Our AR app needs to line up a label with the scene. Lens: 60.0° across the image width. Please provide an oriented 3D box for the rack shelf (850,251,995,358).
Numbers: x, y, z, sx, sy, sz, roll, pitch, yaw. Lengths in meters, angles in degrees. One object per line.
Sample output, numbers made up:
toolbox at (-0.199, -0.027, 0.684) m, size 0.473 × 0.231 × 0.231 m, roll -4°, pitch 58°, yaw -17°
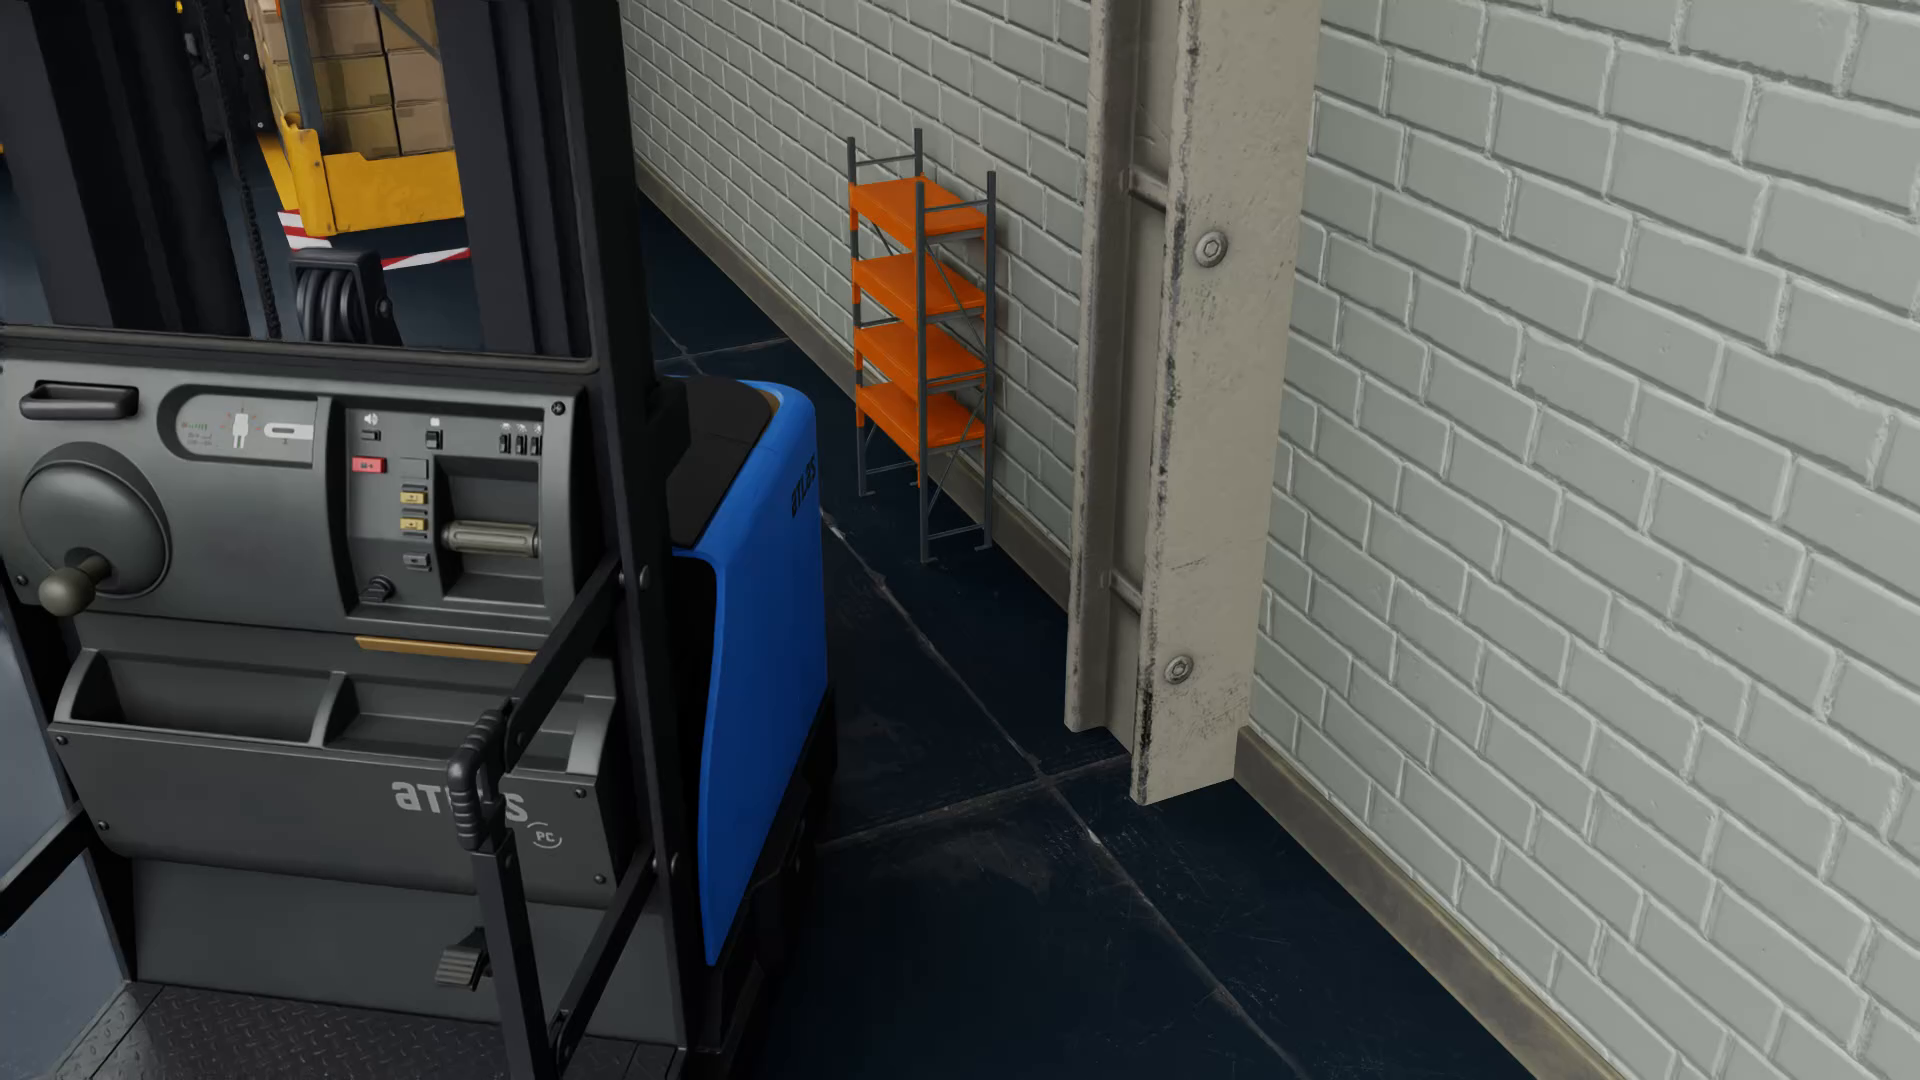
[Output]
rack shelf at (-0.118, -0.721, 4.990) m, size 0.258 × 0.148 × 0.480 m, roll -13°, pitch 32°, yaw -22°

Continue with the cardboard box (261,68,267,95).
cardboard box at (-3.737, -2.722, 9.419) m, size 0.500 × 0.250 × 0.500 m, roll -12°, pitch 31°, yaw -20°

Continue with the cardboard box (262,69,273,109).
cardboard box at (-3.493, -2.497, 9.018) m, size 0.500 × 0.250 × 0.500 m, roll -13°, pitch 32°, yaw -21°

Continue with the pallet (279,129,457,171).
pallet at (-2.961, -2.040, 8.672) m, size 1.003 × 0.211 × 1.213 m, roll -13°, pitch 32°, yaw -22°

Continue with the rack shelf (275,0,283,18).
rack shelf at (-3.453, -3.497, 9.155) m, size 1.077 × 0.370 × 4.000 m, roll -13°, pitch 32°, yaw -22°

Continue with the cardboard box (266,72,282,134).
cardboard box at (-3.287, -2.274, 8.621) m, size 0.500 × 0.250 × 0.500 m, roll -13°, pitch 32°, yaw -22°

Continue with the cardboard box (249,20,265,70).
cardboard box at (-3.532, -2.726, 8.916) m, size 0.500 × 0.250 × 0.500 m, roll -14°, pitch 32°, yaw -23°

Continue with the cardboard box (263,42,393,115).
cardboard box at (-3.086, -2.279, 8.118) m, size 0.500 × 0.250 × 0.500 m, roll -14°, pitch 32°, yaw -23°

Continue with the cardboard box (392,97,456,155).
cardboard box at (-2.629, -2.169, 8.434) m, size 0.500 × 0.250 × 0.500 m, roll -13°, pitch 32°, yaw -22°

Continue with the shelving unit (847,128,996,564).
shelving unit at (-0.118, -0.585, 5.066) m, size 0.258 × 1.200 × 0.503 m, roll -13°, pitch 32°, yaw -22°

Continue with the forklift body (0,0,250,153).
forklift body at (-5.056, -3.012, 8.422) m, size 2.313 × 2.155 × 1.214 m, roll -13°, pitch 32°, yaw -22°

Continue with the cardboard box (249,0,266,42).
cardboard box at (-3.299, -2.710, 8.375) m, size 0.500 × 0.250 × 0.500 m, roll -12°, pitch 32°, yaw -21°

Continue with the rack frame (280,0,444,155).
rack frame at (-2.595, -2.927, 7.404) m, size 1.000 × 3.000 × 0.127 m, roll -13°, pitch 32°, yaw -22°

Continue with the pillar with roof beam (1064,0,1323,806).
pillar with roof beam at (-3.392, -2.487, 0.484) m, size 9.100 × 9.000 × 0.400 m, roll -13°, pitch 32°, yaw -22°

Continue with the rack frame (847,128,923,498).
rack frame at (-0.224, -0.692, 5.258) m, size 0.240 × 1.200 × 0.015 m, roll -13°, pitch 32°, yaw -22°

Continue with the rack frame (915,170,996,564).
rack frame at (-0.011, -0.478, 4.875) m, size 0.240 × 1.200 × 0.015 m, roll -13°, pitch 32°, yaw -22°

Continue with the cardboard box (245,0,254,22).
cardboard box at (-3.524, -2.930, 8.769) m, size 0.500 × 0.250 × 0.500 m, roll -13°, pitch 32°, yaw -21°

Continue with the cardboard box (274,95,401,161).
cardboard box at (-3.082, -2.053, 8.225) m, size 0.500 × 0.250 × 0.500 m, roll -13°, pitch 32°, yaw -22°

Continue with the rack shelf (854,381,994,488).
rack shelf at (-0.117, -0.353, 5.196) m, size 0.258 × 0.148 × 0.480 m, roll -13°, pitch 32°, yaw -22°

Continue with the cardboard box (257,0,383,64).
cardboard box at (-3.074, -2.485, 7.975) m, size 0.500 × 0.250 × 0.500 m, roll -12°, pitch 31°, yaw -20°

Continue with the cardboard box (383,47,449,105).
cardboard box at (-2.609, -2.381, 8.299) m, size 0.500 × 0.250 × 0.500 m, roll -12°, pitch 32°, yaw -21°

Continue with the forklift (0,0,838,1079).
forklift at (-1.043, -0.015, 2.280) m, size 1.130 × 2.935 × 3.031 m, roll 4°, pitch 30°, yaw 8°

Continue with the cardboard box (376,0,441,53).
cardboard box at (-2.630, -2.599, 8.179) m, size 0.500 × 0.250 × 0.500 m, roll -14°, pitch 32°, yaw -23°

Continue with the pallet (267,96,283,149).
pallet at (-3.481, -2.578, 9.632) m, size 1.003 × 0.211 × 1.213 m, roll -13°, pitch 32°, yaw -22°

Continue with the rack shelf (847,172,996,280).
rack shelf at (-0.118, -0.928, 4.874) m, size 0.258 × 0.148 × 0.480 m, roll -13°, pitch 32°, yaw -22°

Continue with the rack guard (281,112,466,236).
rack guard at (-2.584, -1.827, 7.996) m, size 1.175 × 0.500 × 0.348 m, roll -13°, pitch 32°, yaw -22°

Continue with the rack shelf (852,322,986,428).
rack shelf at (-0.118, -0.526, 5.099) m, size 0.258 × 0.148 × 0.480 m, roll -13°, pitch 32°, yaw -22°

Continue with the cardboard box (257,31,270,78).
cardboard box at (-3.292, -2.503, 8.517) m, size 0.500 × 0.250 × 0.500 m, roll -13°, pitch 32°, yaw -22°
